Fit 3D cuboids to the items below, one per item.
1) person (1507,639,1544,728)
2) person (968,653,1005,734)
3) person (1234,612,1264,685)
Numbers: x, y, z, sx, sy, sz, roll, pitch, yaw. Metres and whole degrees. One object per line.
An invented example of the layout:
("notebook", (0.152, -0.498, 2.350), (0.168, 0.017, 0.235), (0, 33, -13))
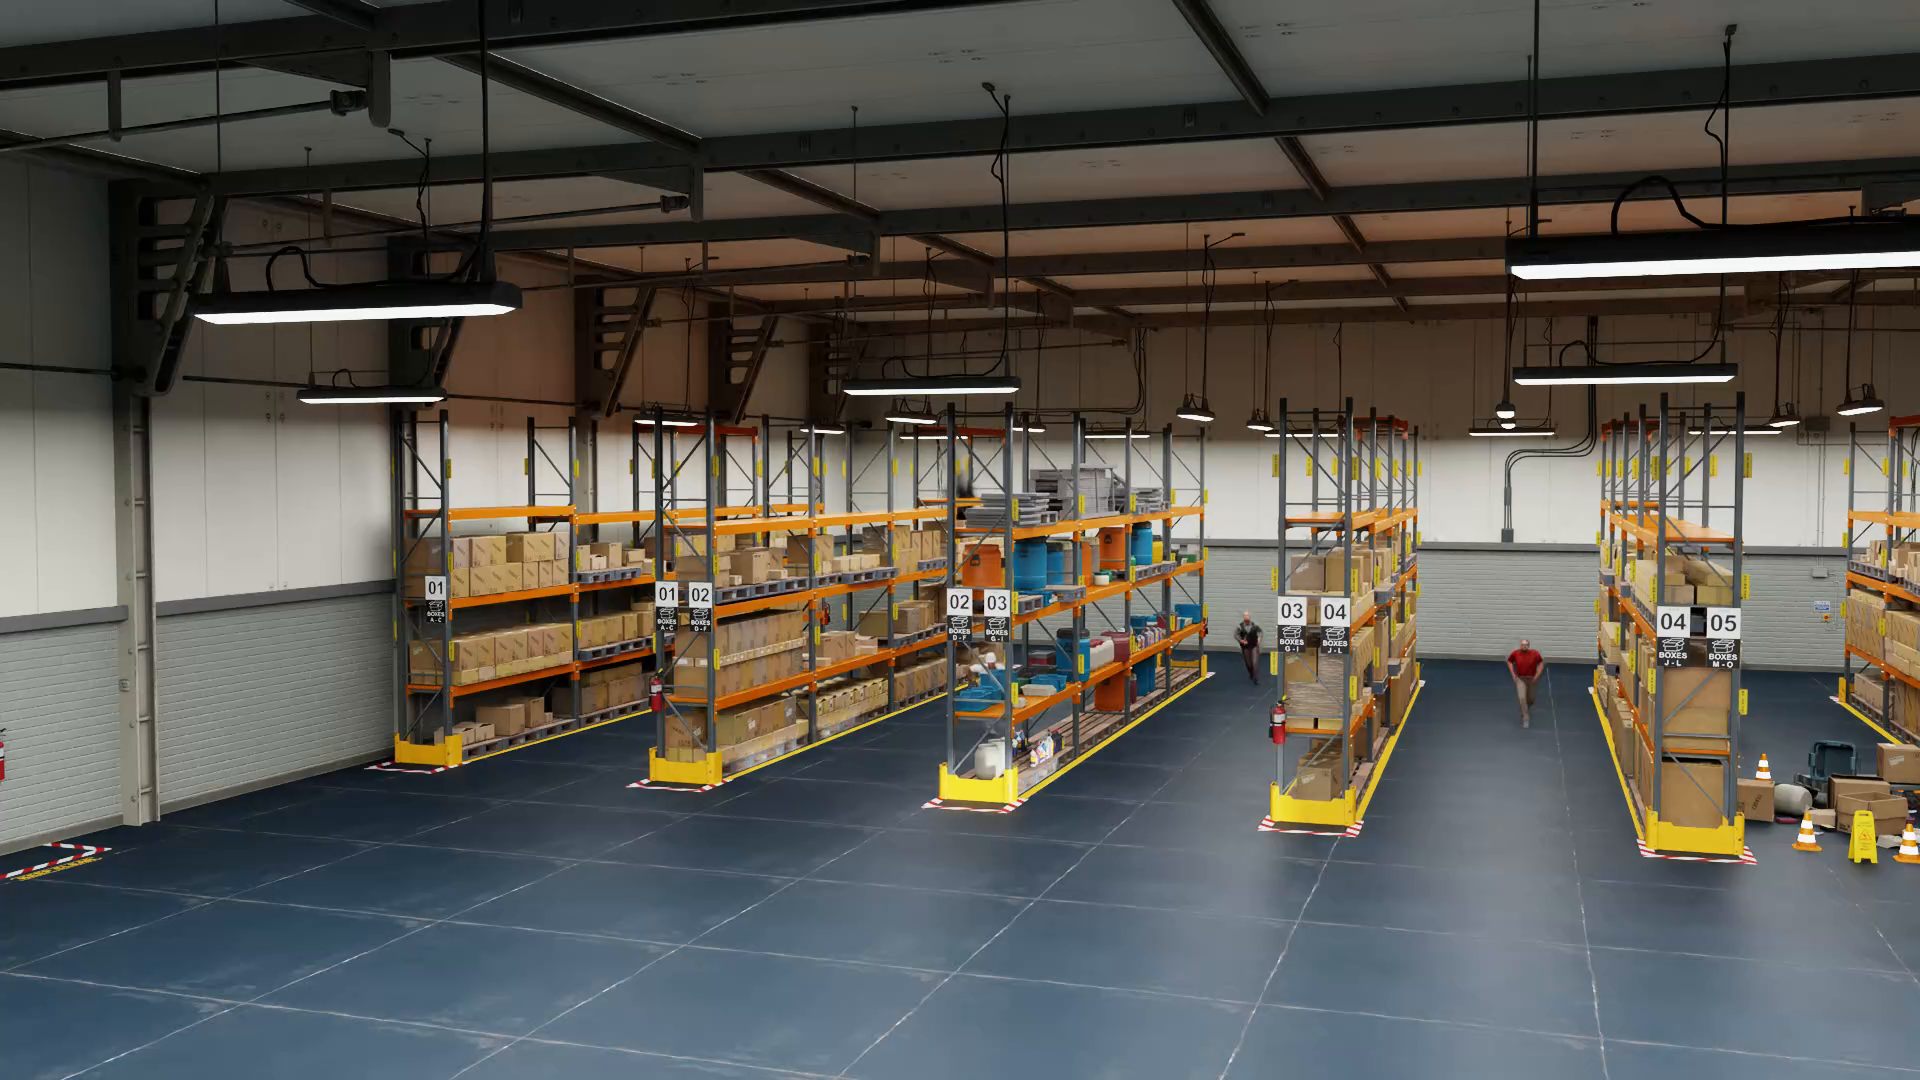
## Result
("person", (11.066, 2.784, 32.556), (0.663, 1.732, 0.980), (1, 3, 14))
("person", (0.516, 2.878, 31.126), (0.735, 1.573, 0.830), (0, 2, -3))
("person", (6.735, 2.514, 38.799), (0.697, 1.676, 0.755), (0, 2, 6))
